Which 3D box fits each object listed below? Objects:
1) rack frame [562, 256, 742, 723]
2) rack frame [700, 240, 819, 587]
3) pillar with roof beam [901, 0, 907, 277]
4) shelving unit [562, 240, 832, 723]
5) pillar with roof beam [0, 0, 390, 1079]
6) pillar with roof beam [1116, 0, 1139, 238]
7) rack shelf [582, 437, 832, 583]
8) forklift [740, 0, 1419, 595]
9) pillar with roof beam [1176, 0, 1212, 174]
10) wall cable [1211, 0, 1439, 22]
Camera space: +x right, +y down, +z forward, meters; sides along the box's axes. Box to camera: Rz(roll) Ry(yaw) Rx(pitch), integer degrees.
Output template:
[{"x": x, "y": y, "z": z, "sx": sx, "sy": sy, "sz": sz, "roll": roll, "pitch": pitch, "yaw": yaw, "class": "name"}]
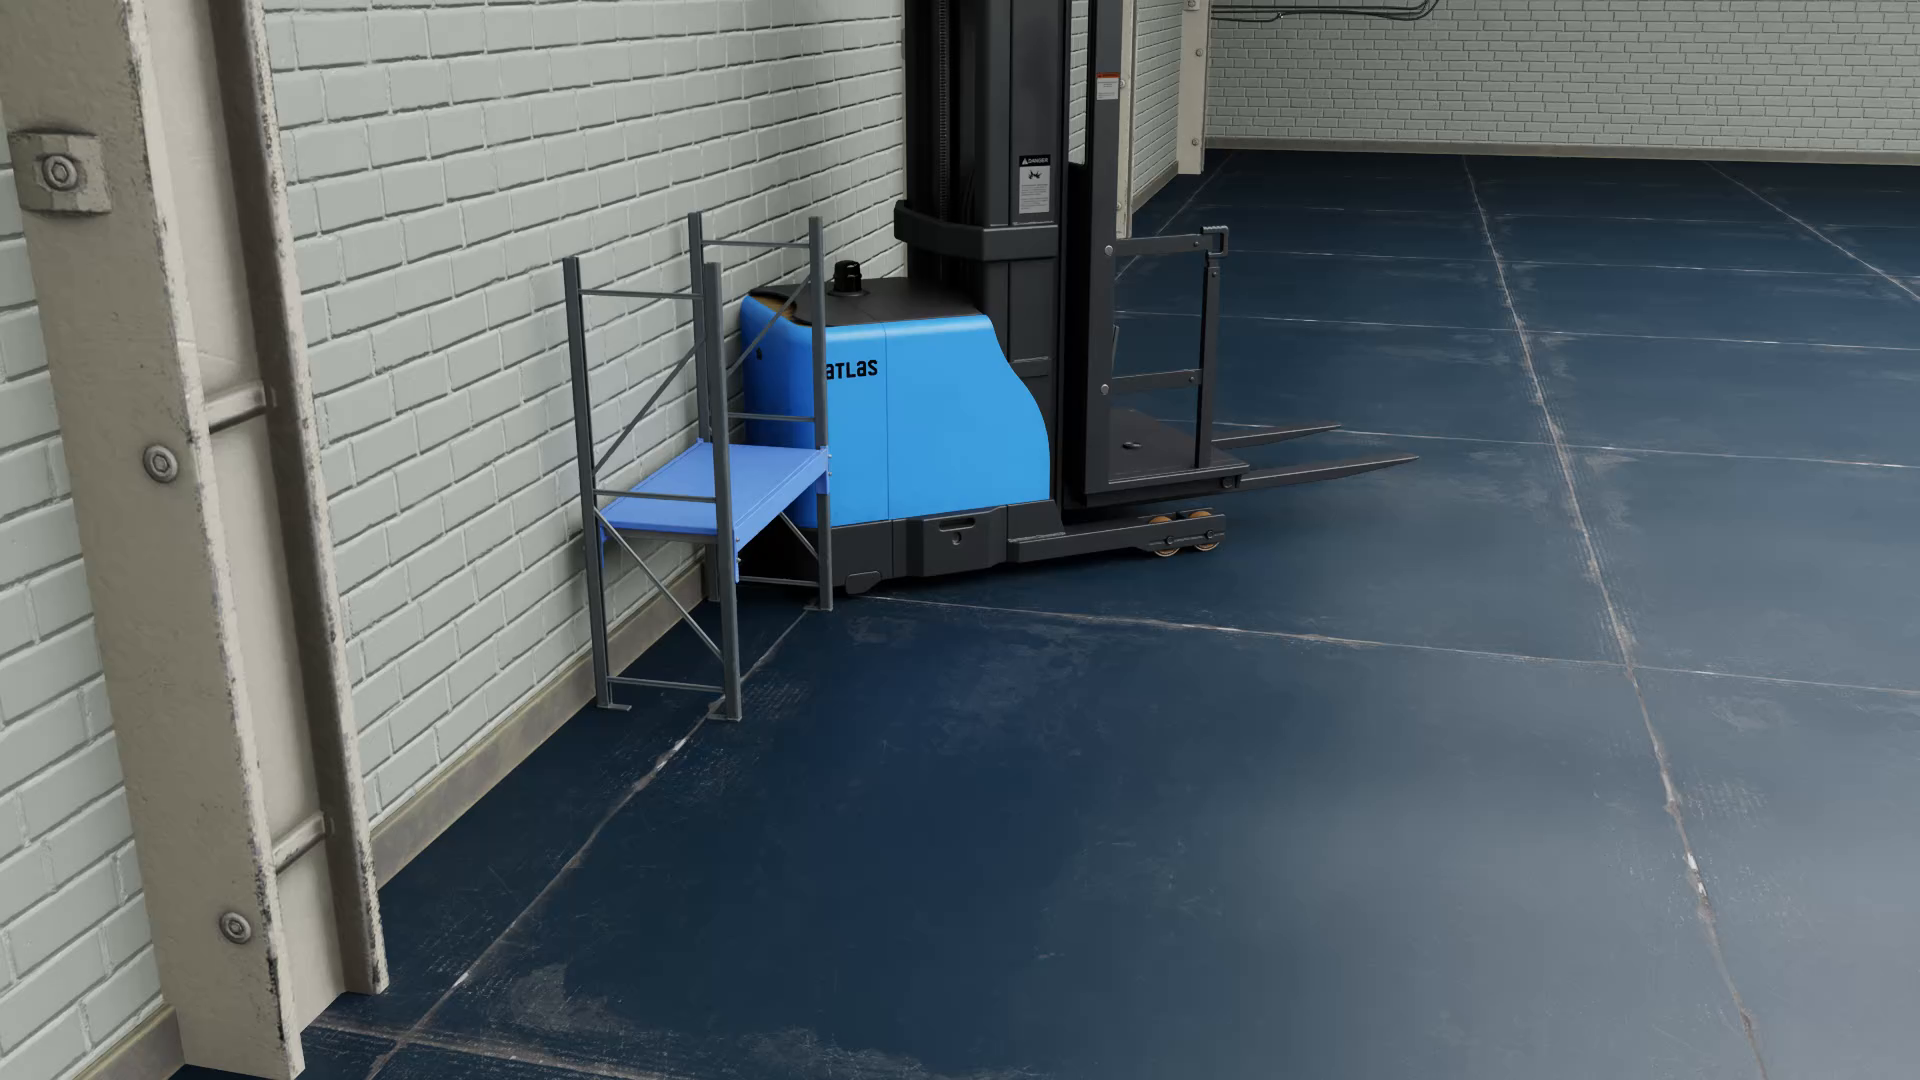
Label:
[{"x": -0.964, "y": -0.135, "z": 5.263, "sx": 0.500, "sy": 1.500, "sz": 0.032, "roll": 4, "pitch": 19, "yaw": 12, "class": "rack frame"}, {"x": -0.738, "y": -0.455, "z": 6.201, "sx": 0.475, "sy": 1.308, "sz": 0.013, "roll": 4, "pitch": 19, "yaw": 12, "class": "rack frame"}, {"x": 4.060, "y": -4.675, "z": 6.952, "sx": 9.100, "sy": 9.000, "sz": 0.400, "roll": 5, "pitch": 19, "yaw": 13, "class": "pillar with roof beam"}, {"x": -0.851, "y": -0.294, "z": 5.727, "sx": 0.538, "sy": 1.500, "sz": 1.039, "roll": 4, "pitch": 19, "yaw": 12, "class": "shelving unit"}, {"x": 2.594, "y": -2.794, "z": 1.446, "sx": 9.100, "sy": 9.000, "sz": 0.400, "roll": 5, "pitch": 19, "yaw": 13, "class": "pillar with roof beam"}, {"x": 5.526, "y": -6.555, "z": 12.458, "sx": 9.100, "sy": 9.000, "sz": 0.400, "roll": 5, "pitch": 19, "yaw": 13, "class": "pillar with roof beam"}, {"x": -0.850, "y": -0.125, "z": 5.790, "sx": 0.538, "sy": 0.185, "sz": 1.000, "roll": 4, "pitch": 19, "yaw": 12, "class": "rack shelf"}, {"x": 0.581, "y": -1.466, "z": 6.944, "sx": 3.031, "sy": 2.935, "sz": 1.130, "roll": -8, "pitch": 20, "yaw": -21, "class": "forklift"}, {"x": 6.992, "y": -8.436, "z": 17.964, "sx": 9.100, "sy": 9.000, "sz": 0.400, "roll": 5, "pitch": 19, "yaw": 13, "class": "pillar with roof beam"}, {"x": 4.819, "y": -8.125, "z": 21.859, "sx": 3.097, "sy": 2.526, "sz": 0.112, "roll": 5, "pitch": 19, "yaw": 13, "class": "wall cable"}]
